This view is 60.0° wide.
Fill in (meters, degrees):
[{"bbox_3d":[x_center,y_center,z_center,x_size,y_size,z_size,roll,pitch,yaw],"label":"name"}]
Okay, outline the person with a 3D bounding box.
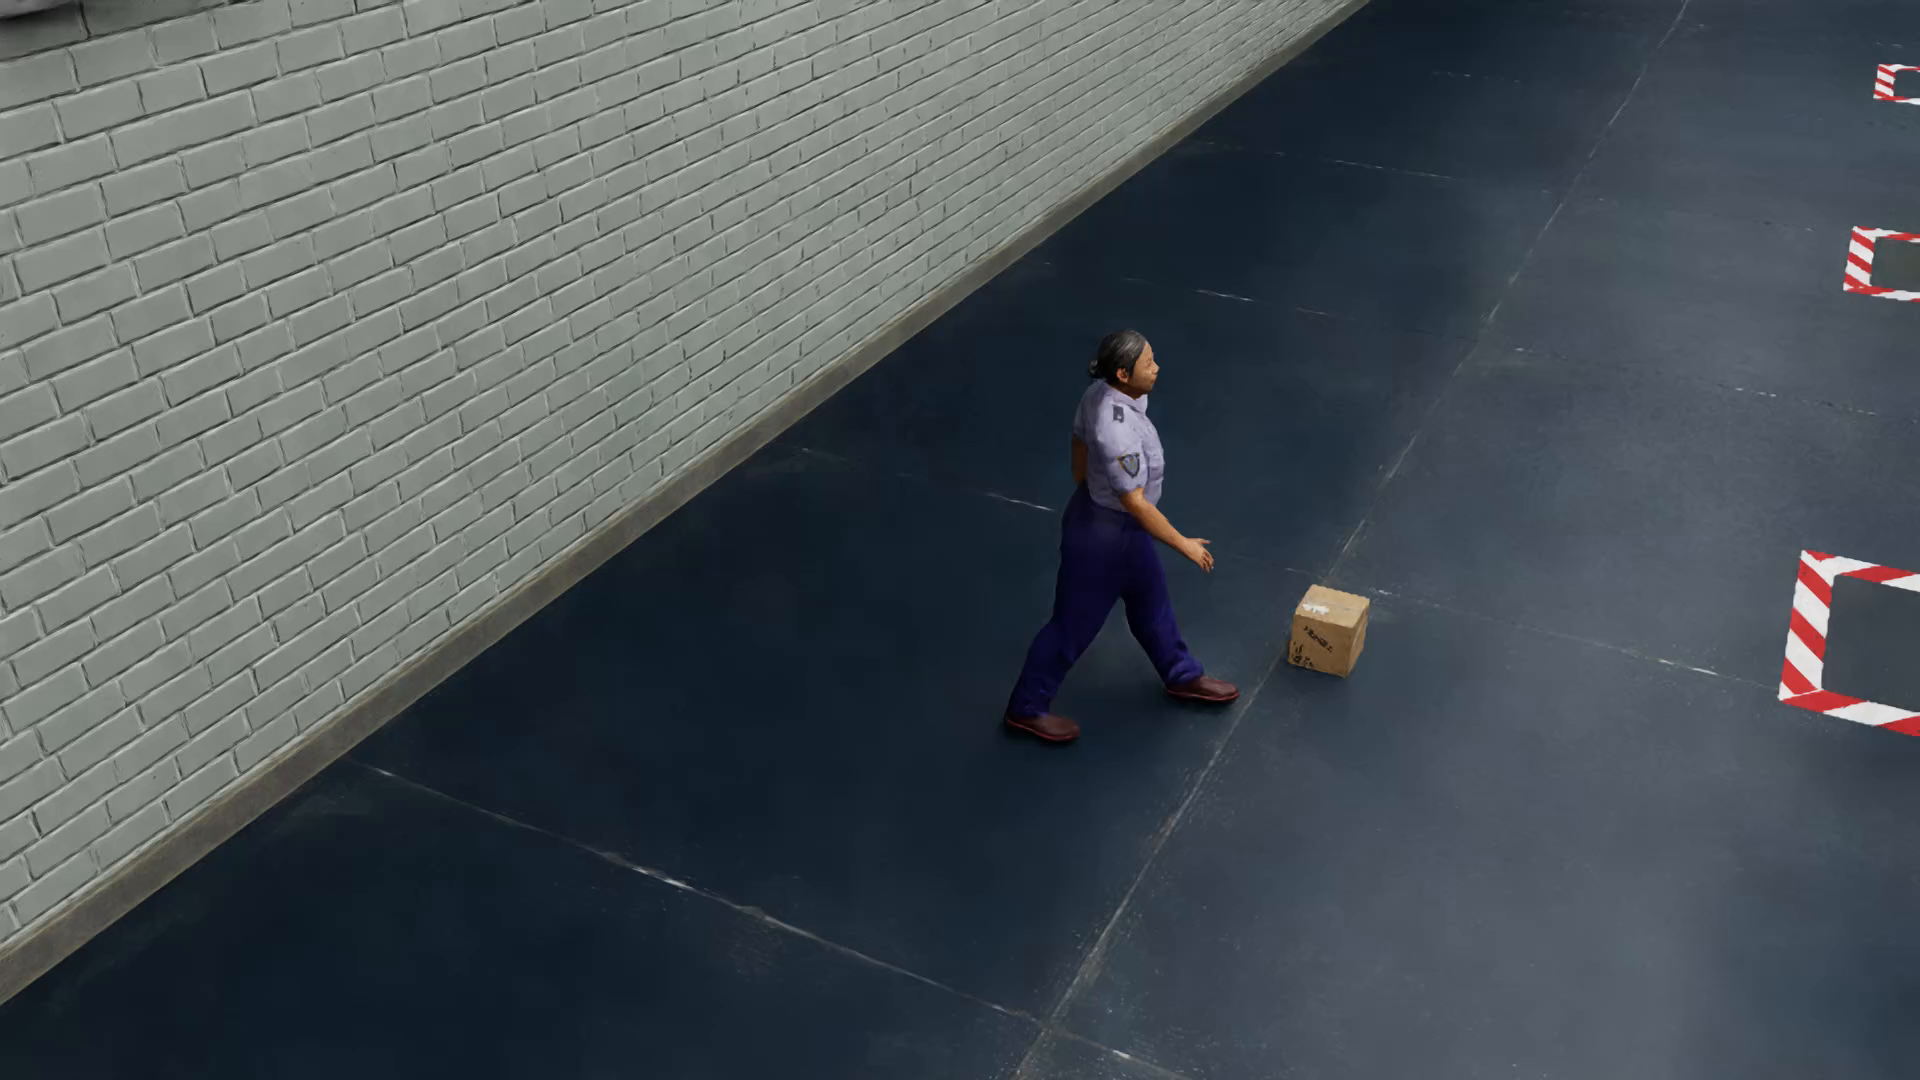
[{"bbox_3d":[0.642,-0.039,6.204,0.940,1.603,0.629,0,30,0],"label":"person"}]
